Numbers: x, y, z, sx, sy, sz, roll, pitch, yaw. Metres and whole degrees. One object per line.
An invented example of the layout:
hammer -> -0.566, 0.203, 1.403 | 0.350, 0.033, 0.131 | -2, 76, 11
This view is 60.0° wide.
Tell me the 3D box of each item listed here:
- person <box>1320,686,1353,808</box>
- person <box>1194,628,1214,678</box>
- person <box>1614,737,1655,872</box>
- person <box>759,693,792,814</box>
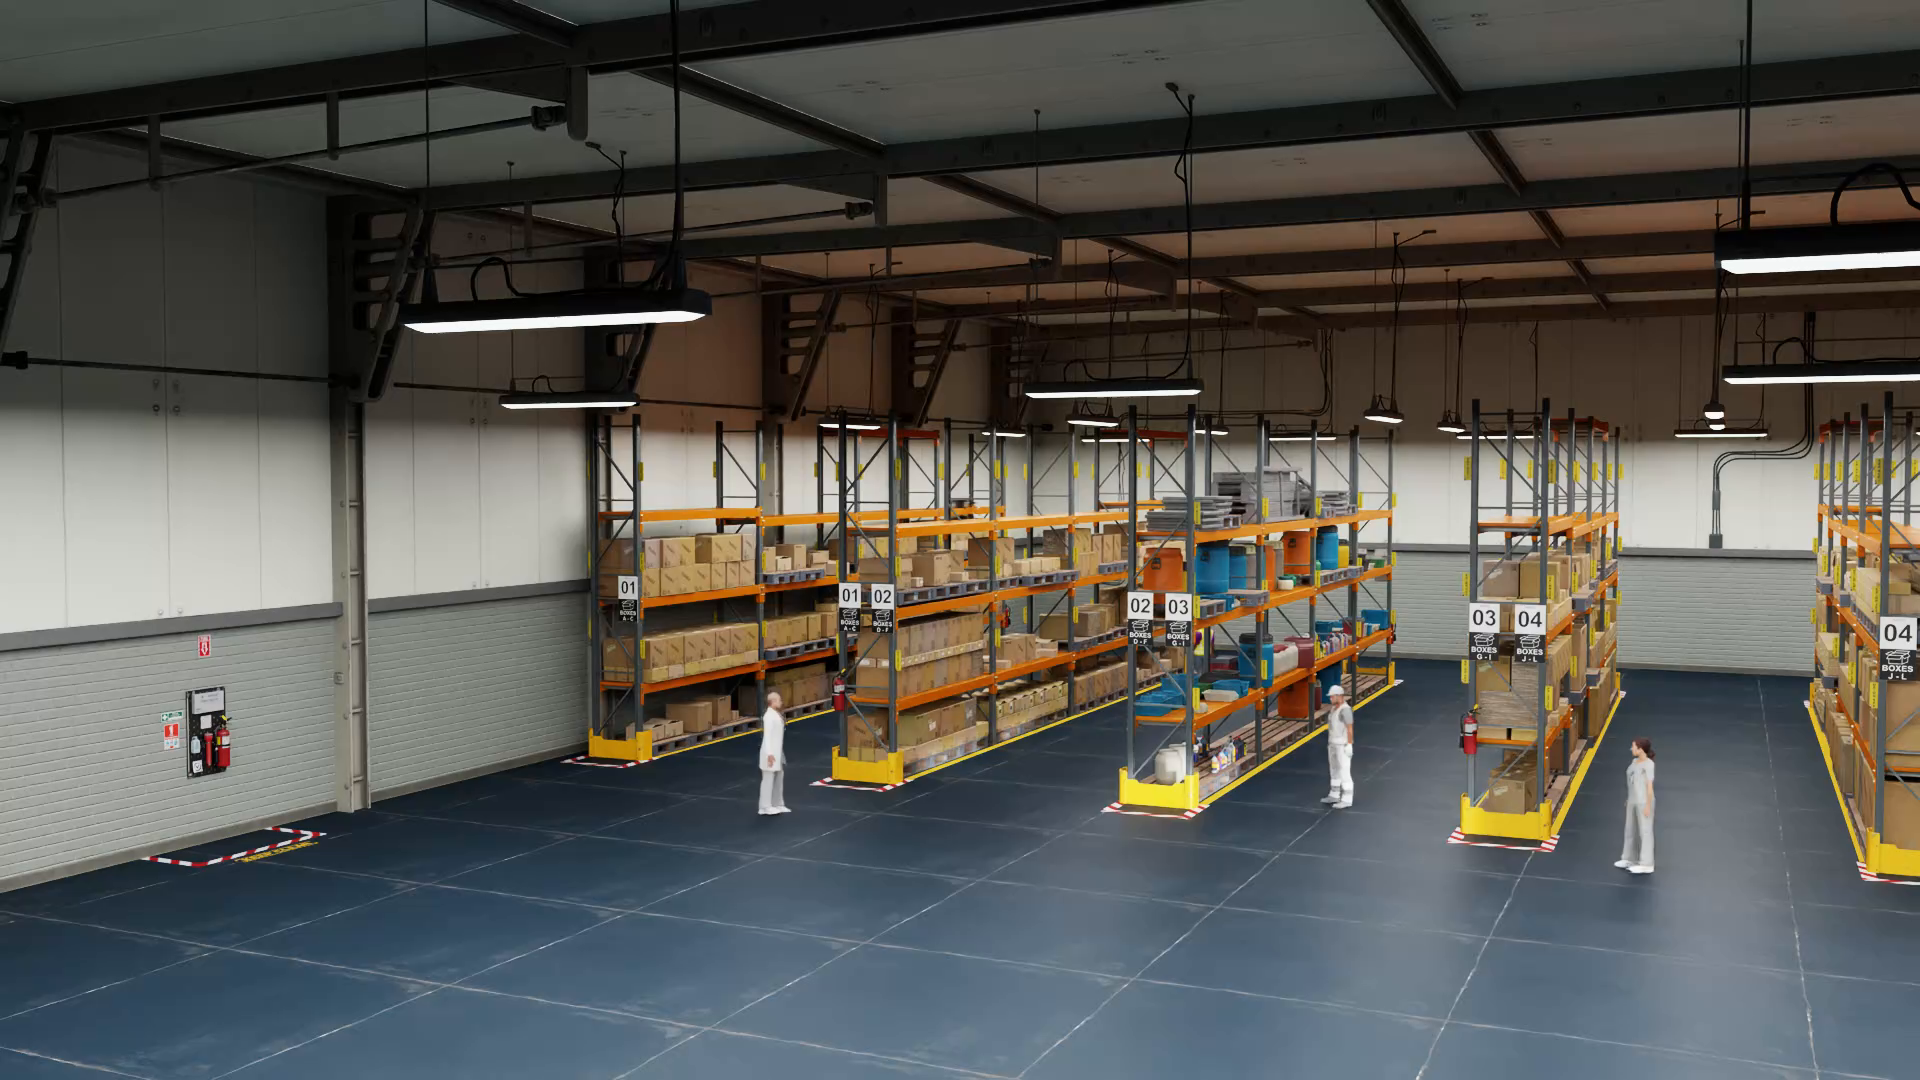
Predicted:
person -> 5.652, 3.073, 24.940 | 0.401, 1.783, 0.611 | -1, 2, -13
person -> 5.404, 2.604, 37.219 | 0.626, 1.817, 0.500 | -1, 2, -15
person -> 8.470, 3.296, 20.821 | 0.426, 1.674, 0.498 | 0, 2, -11
person -> -2.715, 3.138, 24.263 | 0.466, 1.825, 0.684 | 0, 2, 4
